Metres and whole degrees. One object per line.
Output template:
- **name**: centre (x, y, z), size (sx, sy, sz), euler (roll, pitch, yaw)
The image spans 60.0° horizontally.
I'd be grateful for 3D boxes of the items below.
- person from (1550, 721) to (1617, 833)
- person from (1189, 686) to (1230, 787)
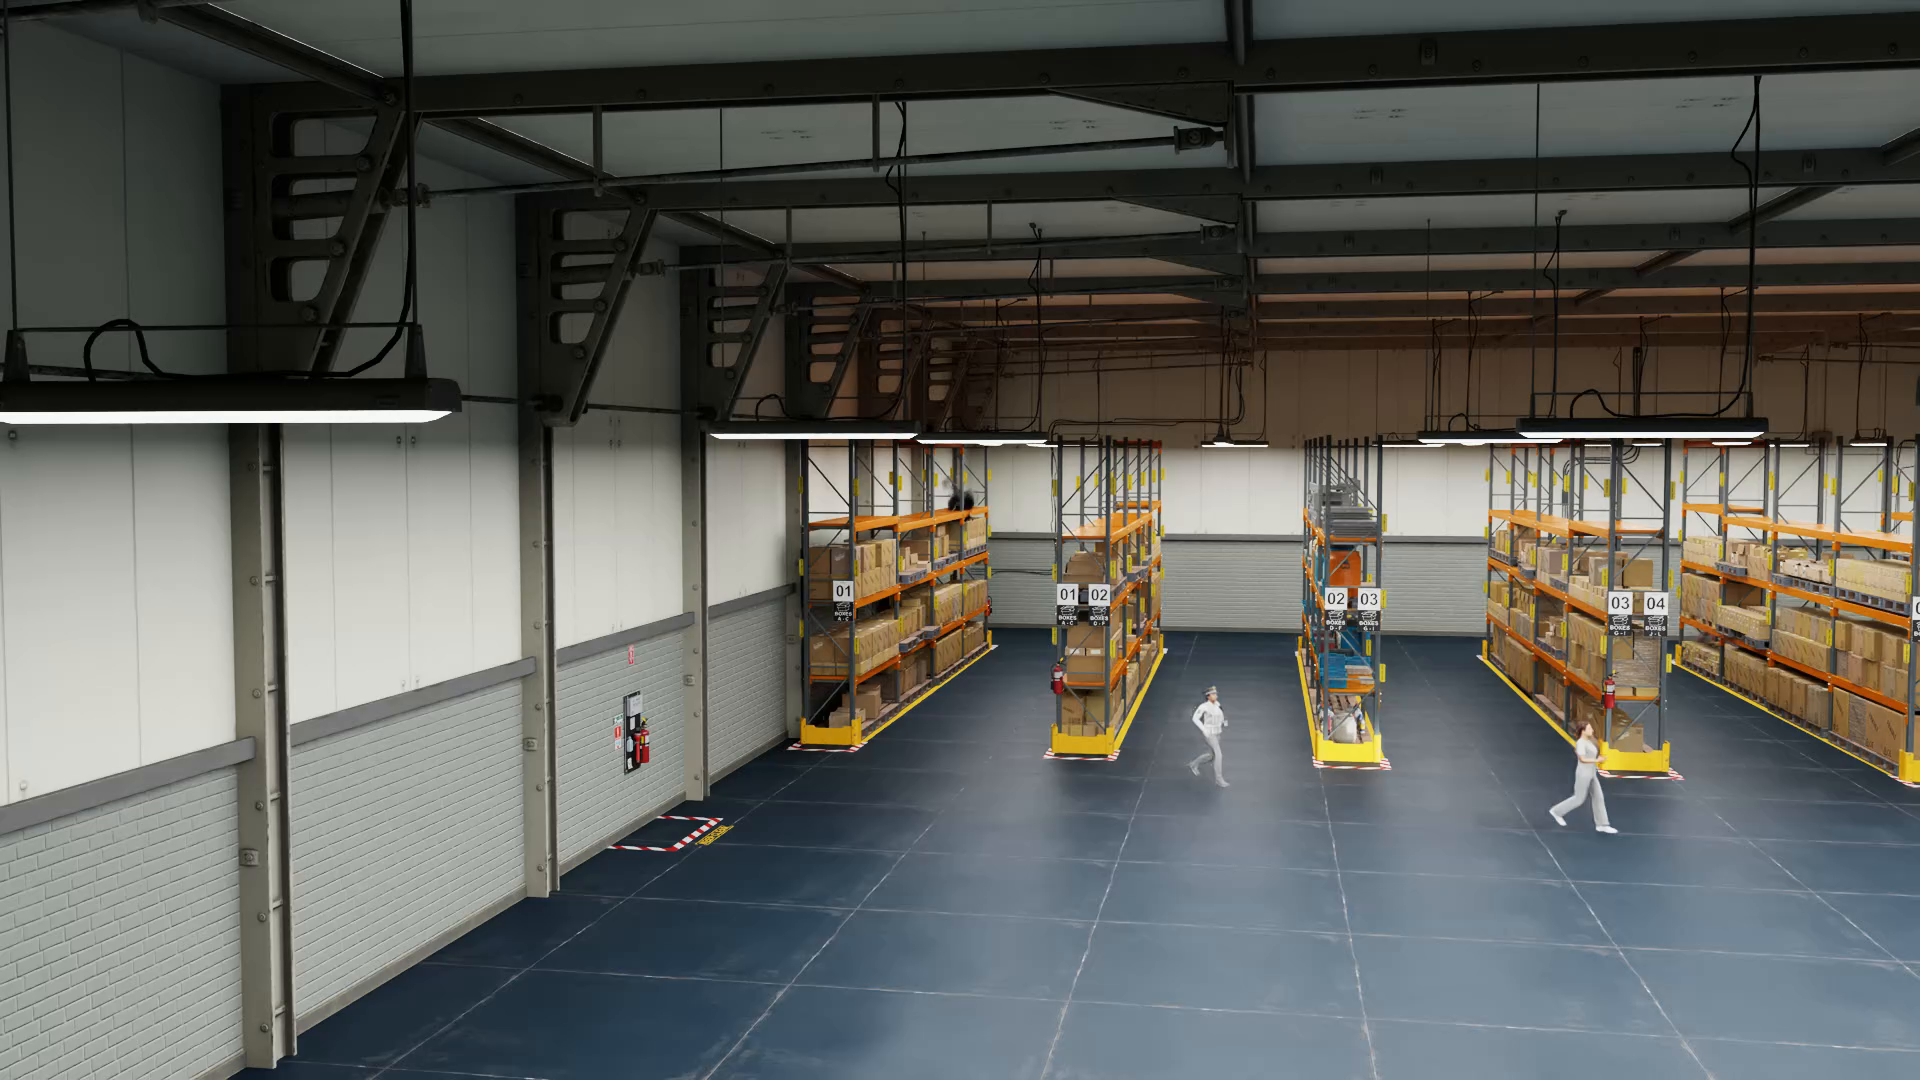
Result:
- **person**: centre (9.342, 3.522, 24.870), size (0.963, 1.647, 0.569), euler (2, 4, 36)
- **person**: centre (4.281, 3.344, 28.513), size (0.810, 1.700, 0.428), euler (3, 4, 44)
